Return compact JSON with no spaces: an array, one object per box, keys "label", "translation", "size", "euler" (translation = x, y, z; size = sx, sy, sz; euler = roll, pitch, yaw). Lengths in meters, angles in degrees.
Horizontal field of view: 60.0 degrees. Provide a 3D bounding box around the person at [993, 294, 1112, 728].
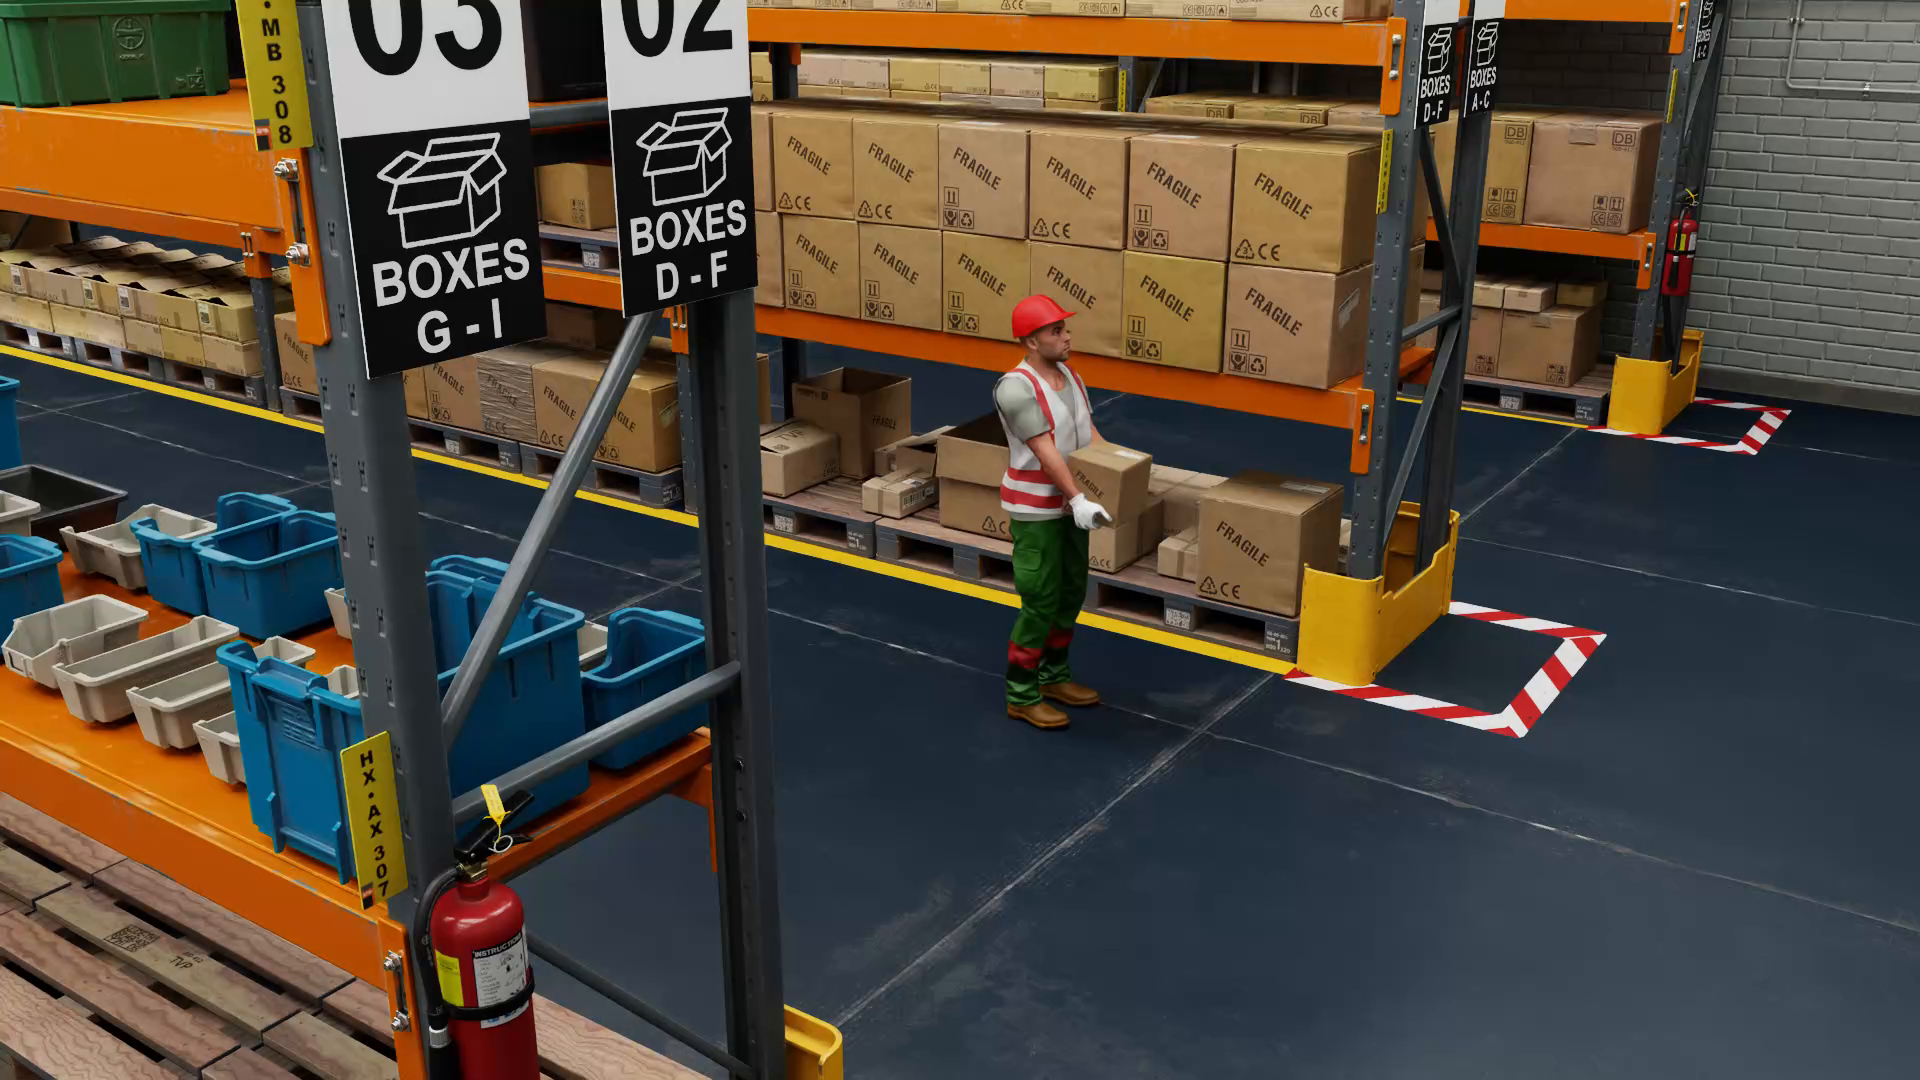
[{"label":"person","translation":[0.449,-0.103,6.834],"size":[0.563,1.783,0.494],"euler":[13,23,32]}]
